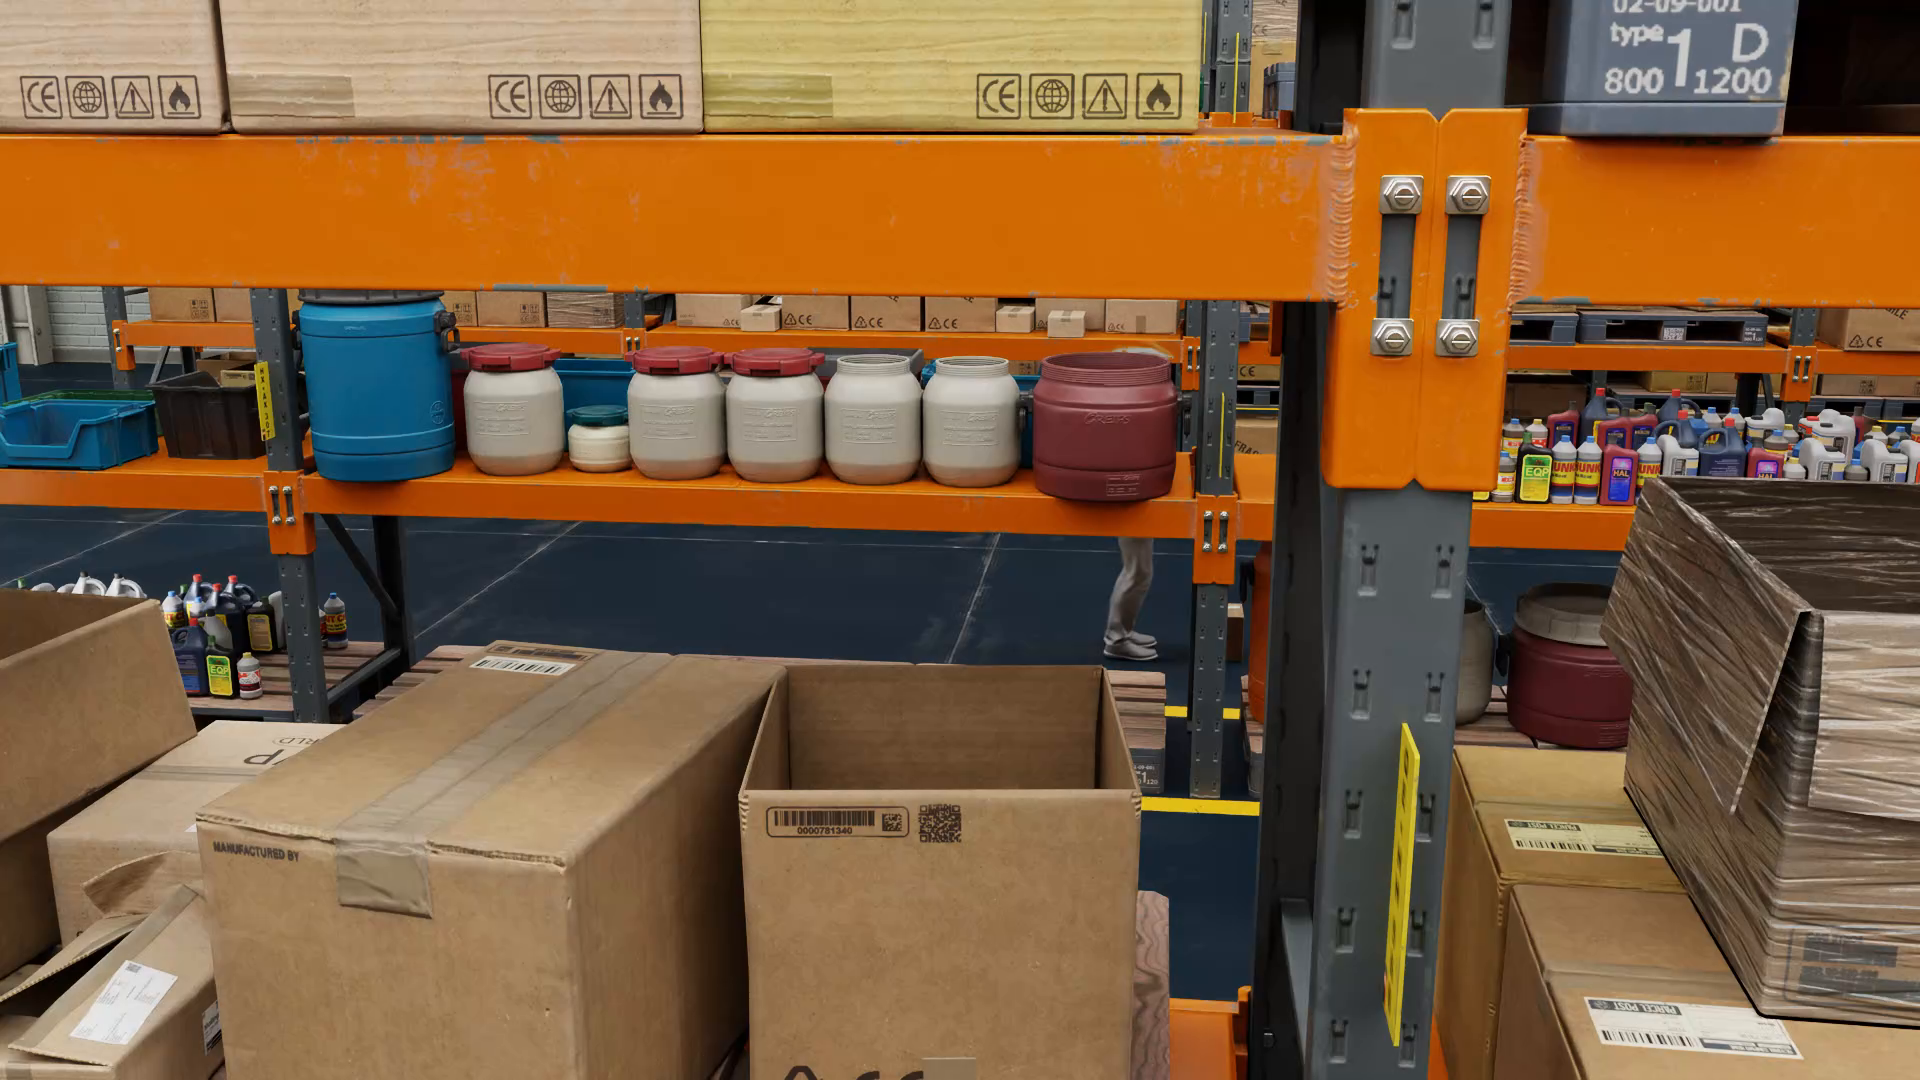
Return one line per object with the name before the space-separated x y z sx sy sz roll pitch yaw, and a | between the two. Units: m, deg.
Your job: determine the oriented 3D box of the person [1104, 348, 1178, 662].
person | 0.933 -0.195 8.831 0.396 1.647 0.488 2 15 8
